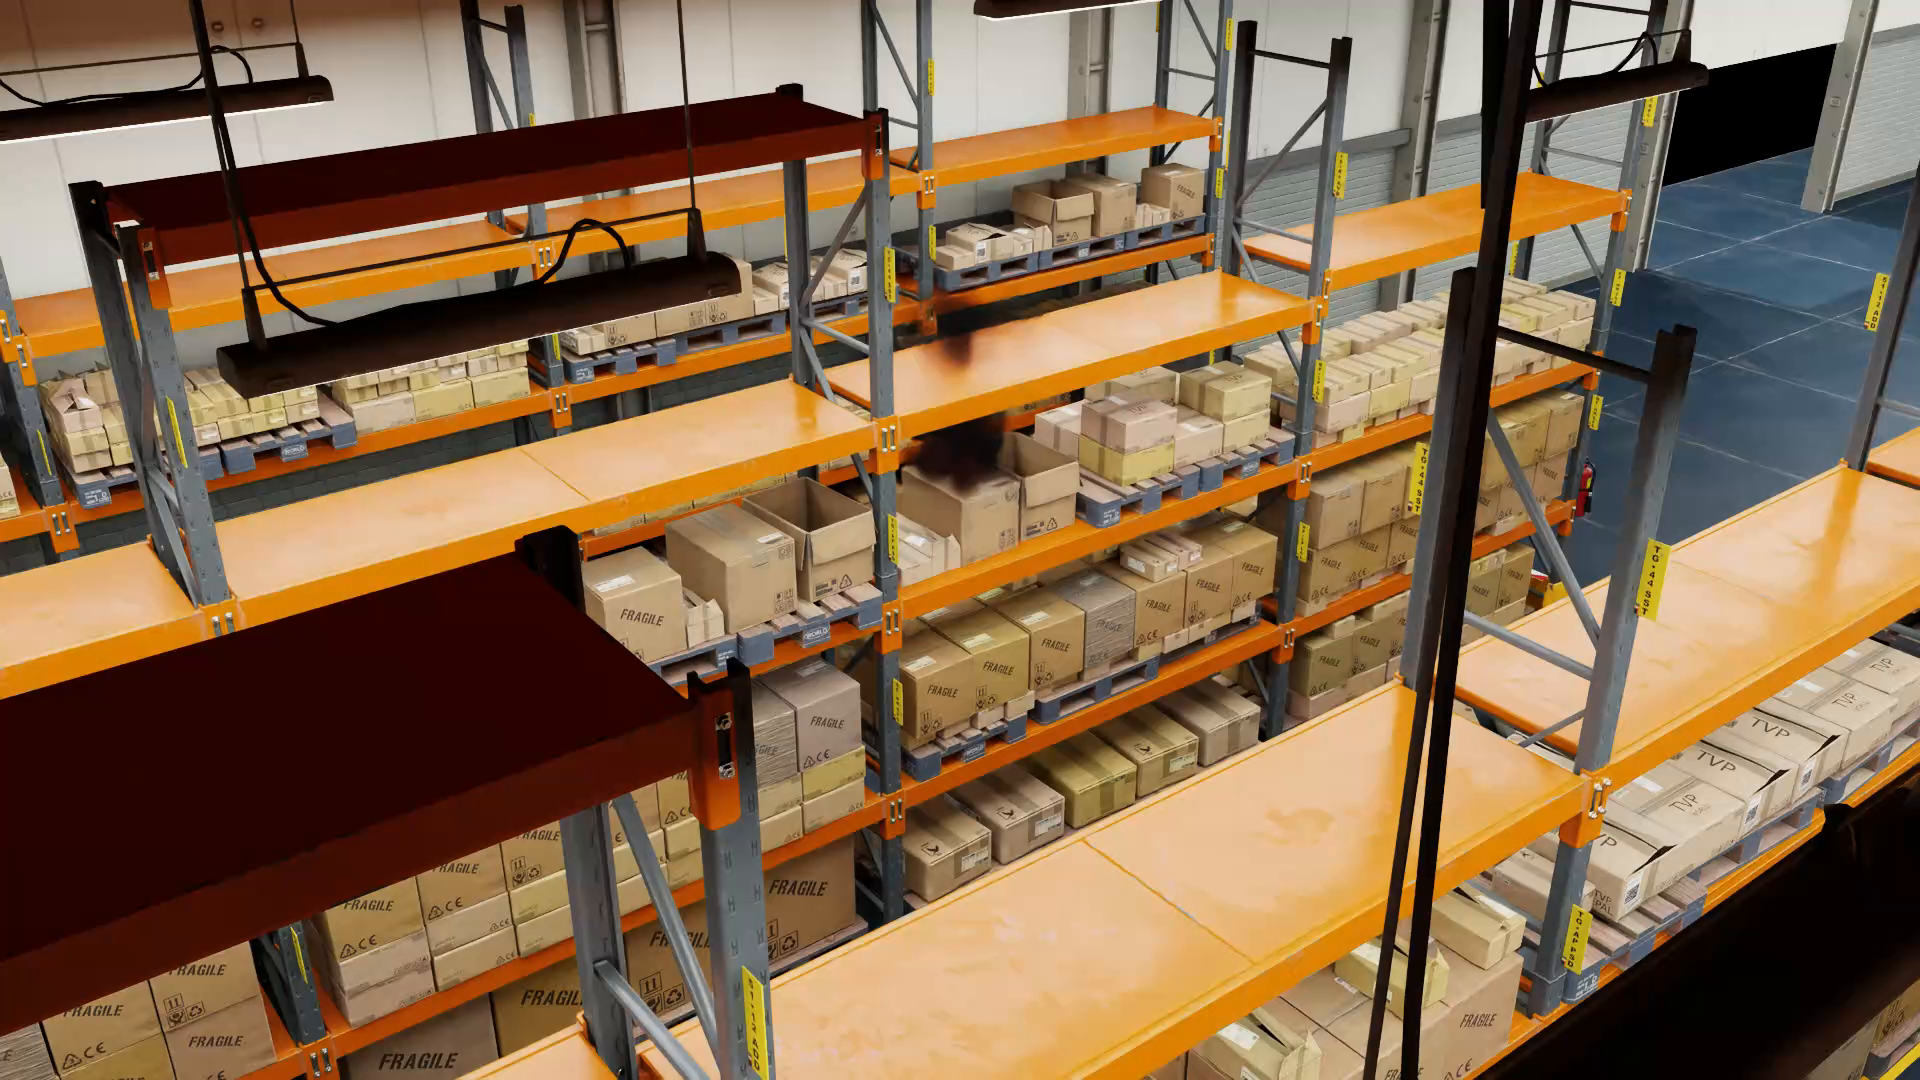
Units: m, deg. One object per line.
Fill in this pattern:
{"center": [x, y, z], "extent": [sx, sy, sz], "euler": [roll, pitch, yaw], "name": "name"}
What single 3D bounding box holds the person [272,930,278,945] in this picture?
{"center": [-4.666, 2.412, 11.316], "extent": [0.584, 1.664, 0.792], "euler": [23, 34, 38], "name": "person"}
